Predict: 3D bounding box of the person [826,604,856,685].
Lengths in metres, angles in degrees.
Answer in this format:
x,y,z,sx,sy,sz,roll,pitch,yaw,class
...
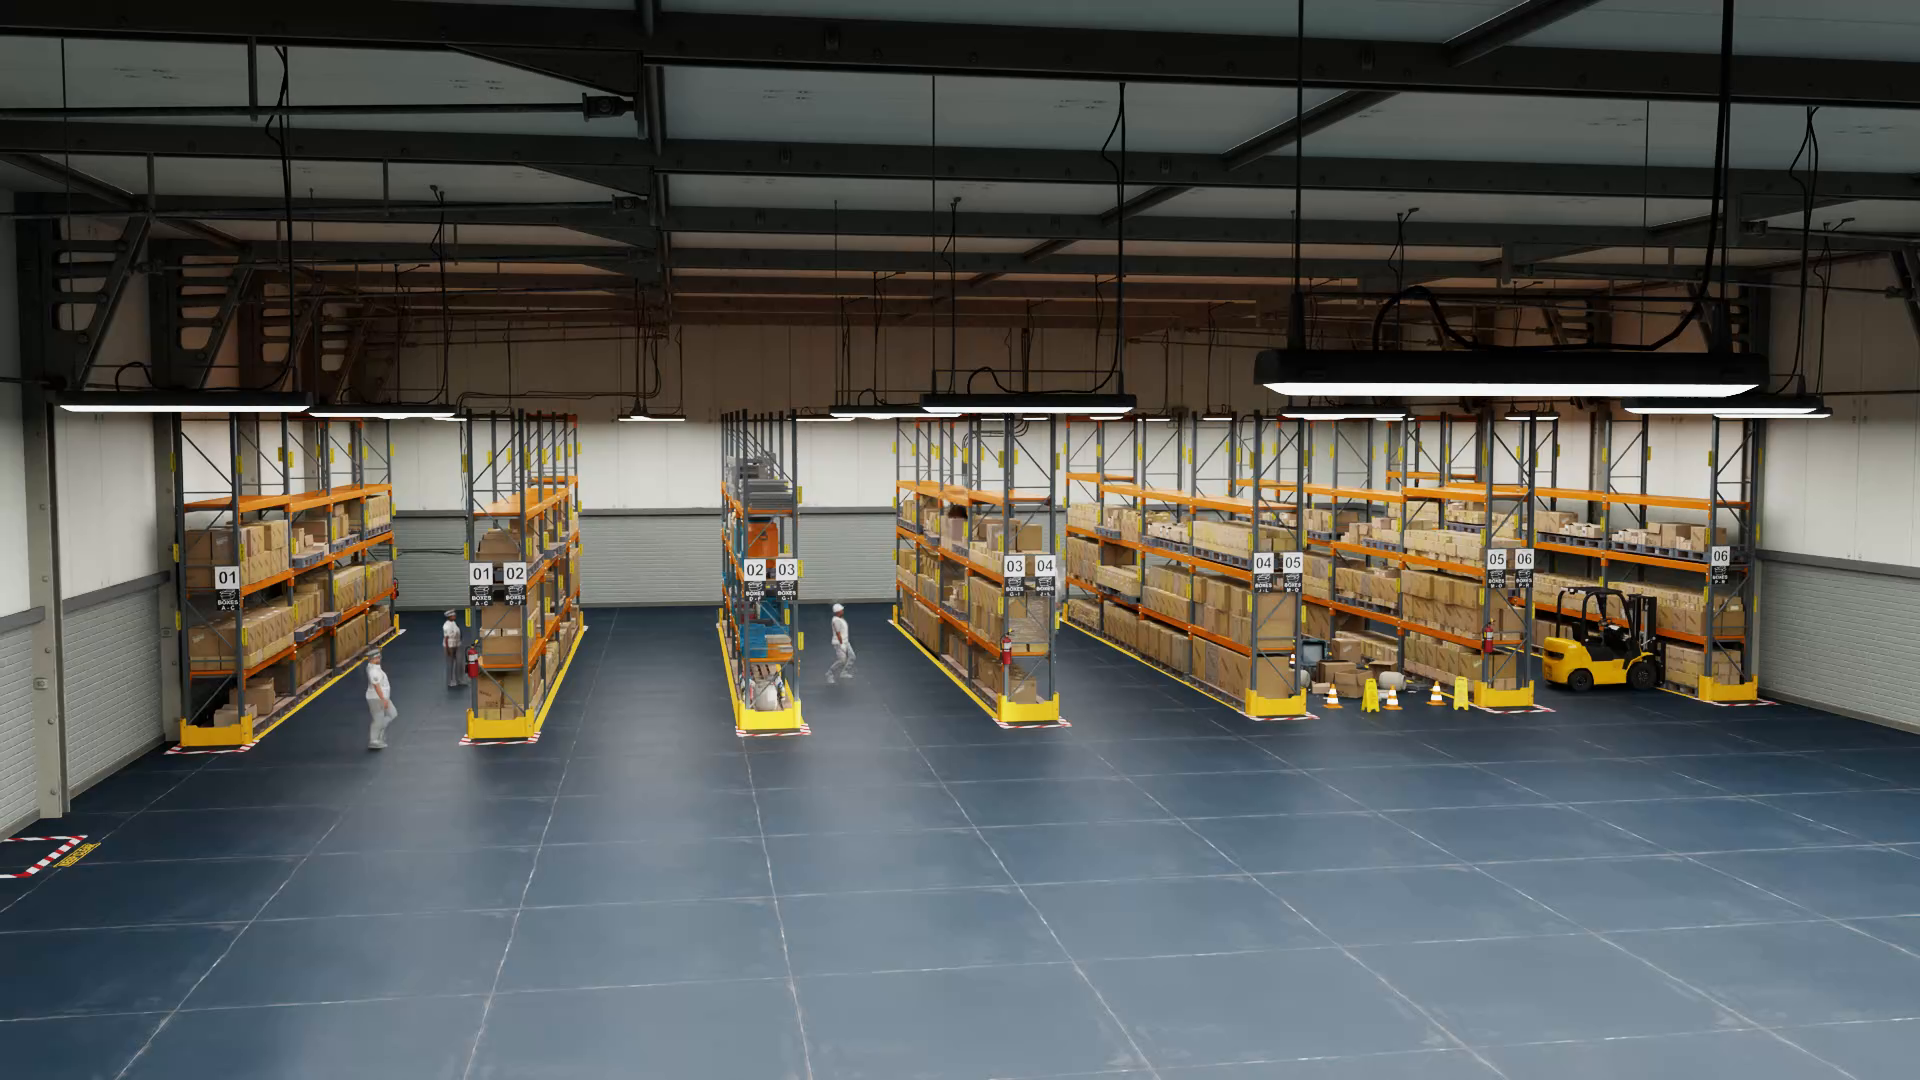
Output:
x,y,z,sx,sy,sz,roll,pitch,yaw,class
-2.632,2.285,36.673,0.641,1.780,0.638,1,4,12,person

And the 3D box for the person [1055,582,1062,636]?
x,y,z,sx,sy,sz,roll,pitch,yaw,class
2.476,1.710,45.236,0.613,1.734,1.012,0,4,-5,person

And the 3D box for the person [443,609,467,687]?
x,y,z,sx,sy,sz,roll,pitch,yaw,class
-11.087,2.350,36.375,0.378,1.688,0.512,2,4,27,person

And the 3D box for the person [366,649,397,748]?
x,y,z,sx,sy,sz,roll,pitch,yaw,class
-10.218,2.793,29.239,0.495,1.777,0.537,0,4,1,person
